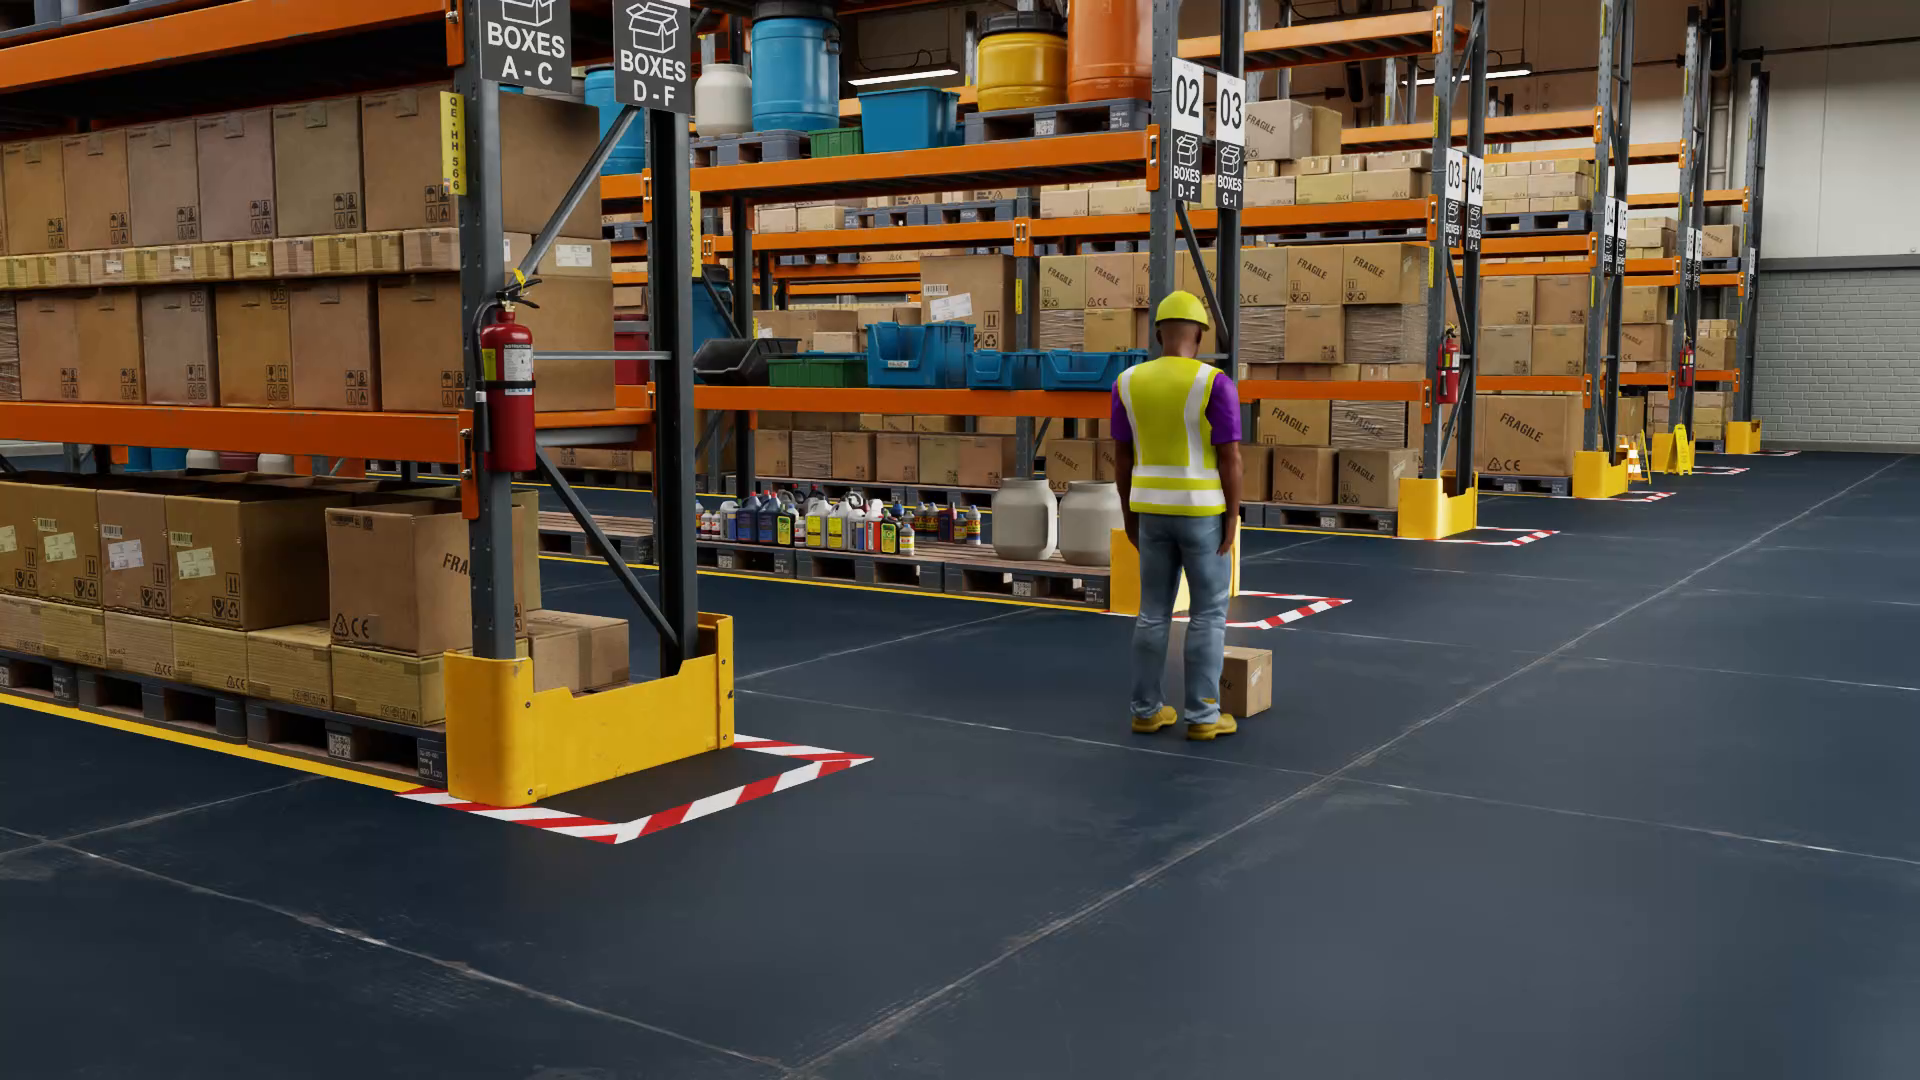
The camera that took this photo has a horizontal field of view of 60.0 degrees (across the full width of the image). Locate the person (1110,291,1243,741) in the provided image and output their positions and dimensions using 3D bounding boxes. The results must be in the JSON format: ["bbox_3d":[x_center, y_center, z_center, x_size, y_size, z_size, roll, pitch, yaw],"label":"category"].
[{"bbox_3d":[0.872,-0.104,6.636,0.566,1.762,0.360,4,8,35],"label":"person"}]
